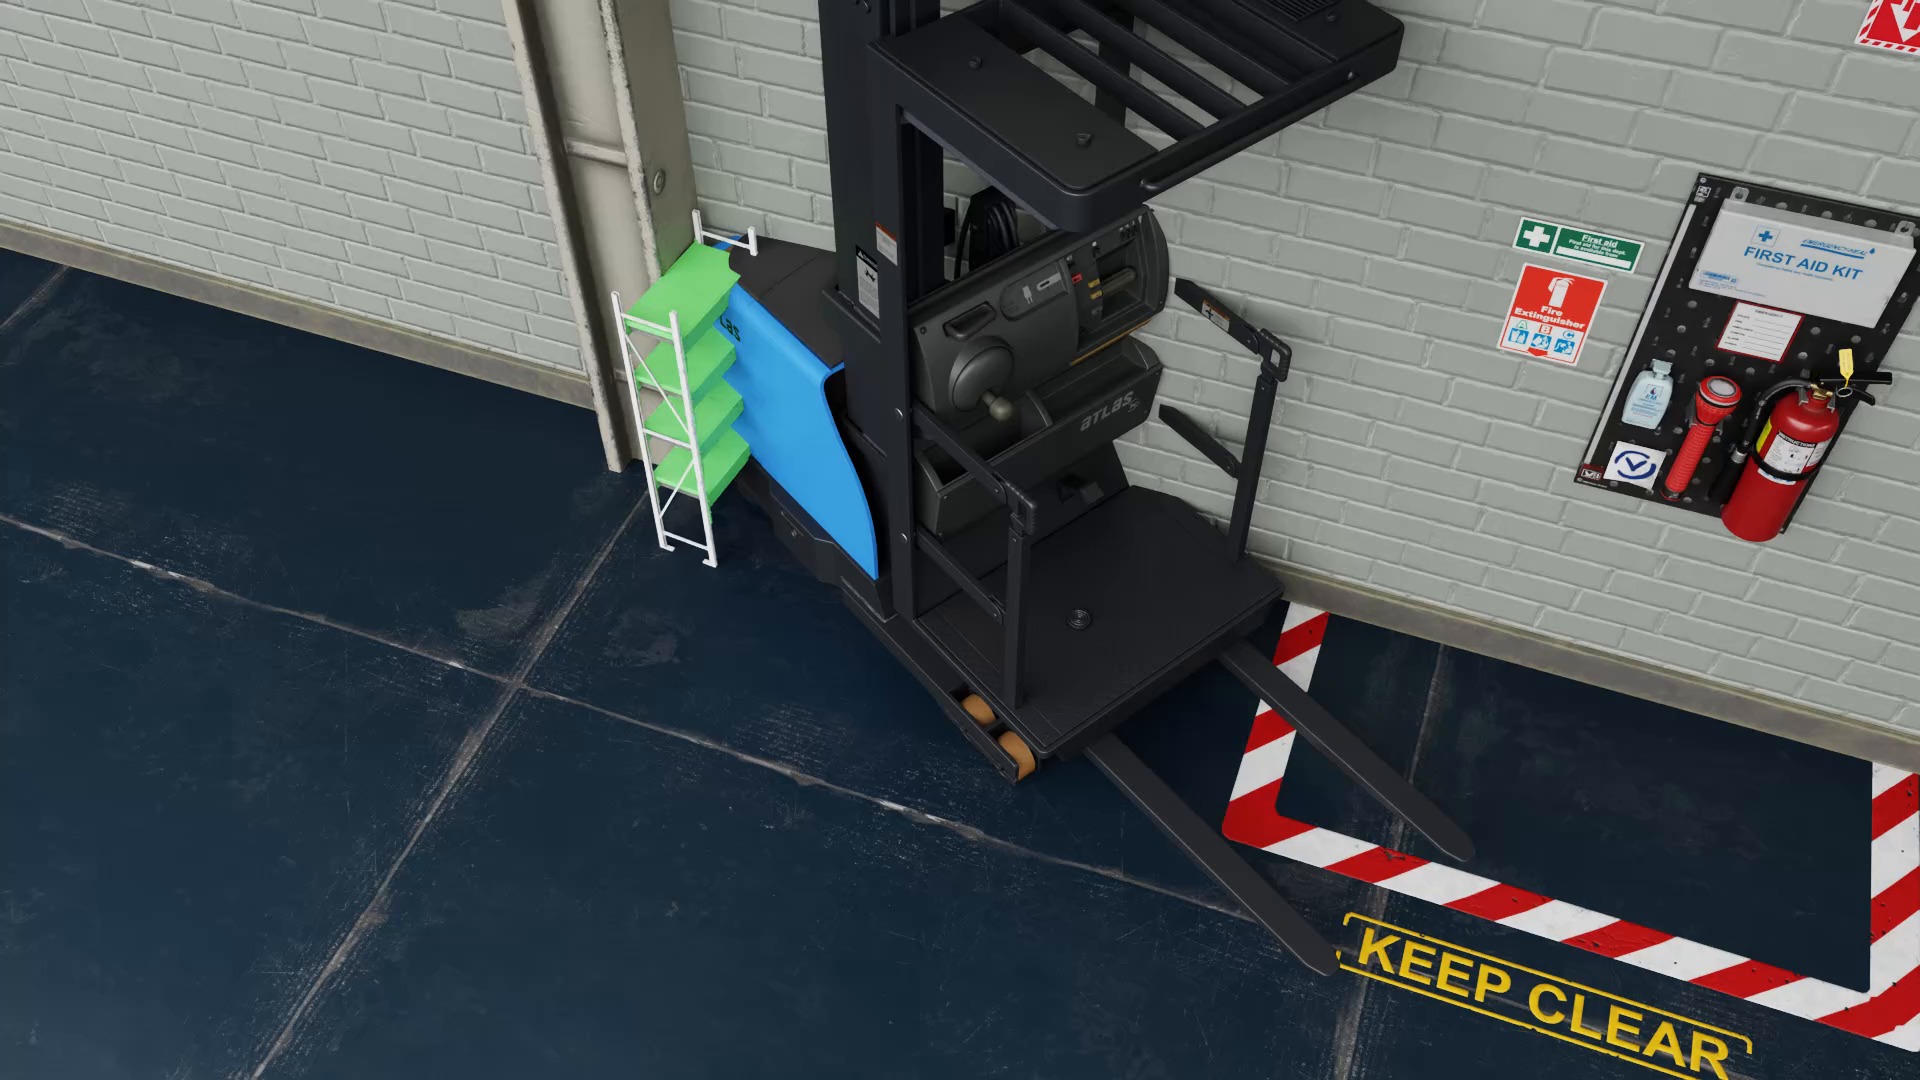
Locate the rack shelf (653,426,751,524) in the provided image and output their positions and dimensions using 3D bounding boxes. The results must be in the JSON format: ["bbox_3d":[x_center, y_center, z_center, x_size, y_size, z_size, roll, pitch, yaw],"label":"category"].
[{"bbox_3d":[-0.903,-0.304,6.118,0.258,0.148,0.480,19,50,17],"label":"rack shelf"}]

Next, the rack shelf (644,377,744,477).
[{"bbox_3d":[-0.903,-0.467,5.942,0.258,0.148,0.480,19,50,17],"label":"rack shelf"}]

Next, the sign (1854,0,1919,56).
[{"bbox_3d":[2.216,-1.251,3.815,0.199,0.298,0.001,16,51,13],"label":"sign"}]

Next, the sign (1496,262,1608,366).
[{"bbox_3d":[1.706,-0.649,4.804,0.234,0.329,0.001,16,51,13],"label":"sign"}]

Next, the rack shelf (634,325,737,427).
[{"bbox_3d":[-0.903,-0.630,5.766,0.258,0.148,0.480,19,50,17],"label":"rack shelf"}]

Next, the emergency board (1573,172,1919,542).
[{"bbox_3d":[2.189,-0.419,4.628,0.643,1.169,0.194,16,51,13],"label":"emergency board"}]

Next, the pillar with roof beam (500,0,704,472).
[{"bbox_3d":[-2.627,-0.229,0.494,0.400,9.000,9.100,16,51,13],"label":"pillar with roof beam"}]

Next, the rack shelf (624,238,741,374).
[{"bbox_3d":[-0.903,-0.793,5.590,0.258,0.148,0.480,19,50,17],"label":"rack shelf"}]

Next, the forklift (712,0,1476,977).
[{"bbox_3d":[0.390,-0.590,4.822,1.130,2.935,3.031,-31,56,-24],"label":"forklift"}]

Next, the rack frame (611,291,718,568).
[{"bbox_3d":[-1.009,-0.349,5.745,0.240,1.200,0.015,19,50,17],"label":"rack frame"}]

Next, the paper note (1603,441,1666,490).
[{"bbox_3d":[2.046,-0.226,5.044,0.142,0.148,0.016,16,51,13],"label":"paper note"}]

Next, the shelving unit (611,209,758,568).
[{"bbox_3d":[-0.903,-0.510,5.895,0.258,1.200,0.503,19,50,17],"label":"shelving unit"}]

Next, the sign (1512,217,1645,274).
[{"bbox_3d":[1.707,-0.815,4.597,0.331,0.109,0.001,16,51,13],"label":"sign"}]

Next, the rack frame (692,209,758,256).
[{"bbox_3d":[-0.798,-0.672,6.045,0.240,1.200,0.015,19,50,17],"label":"rack frame"}]
